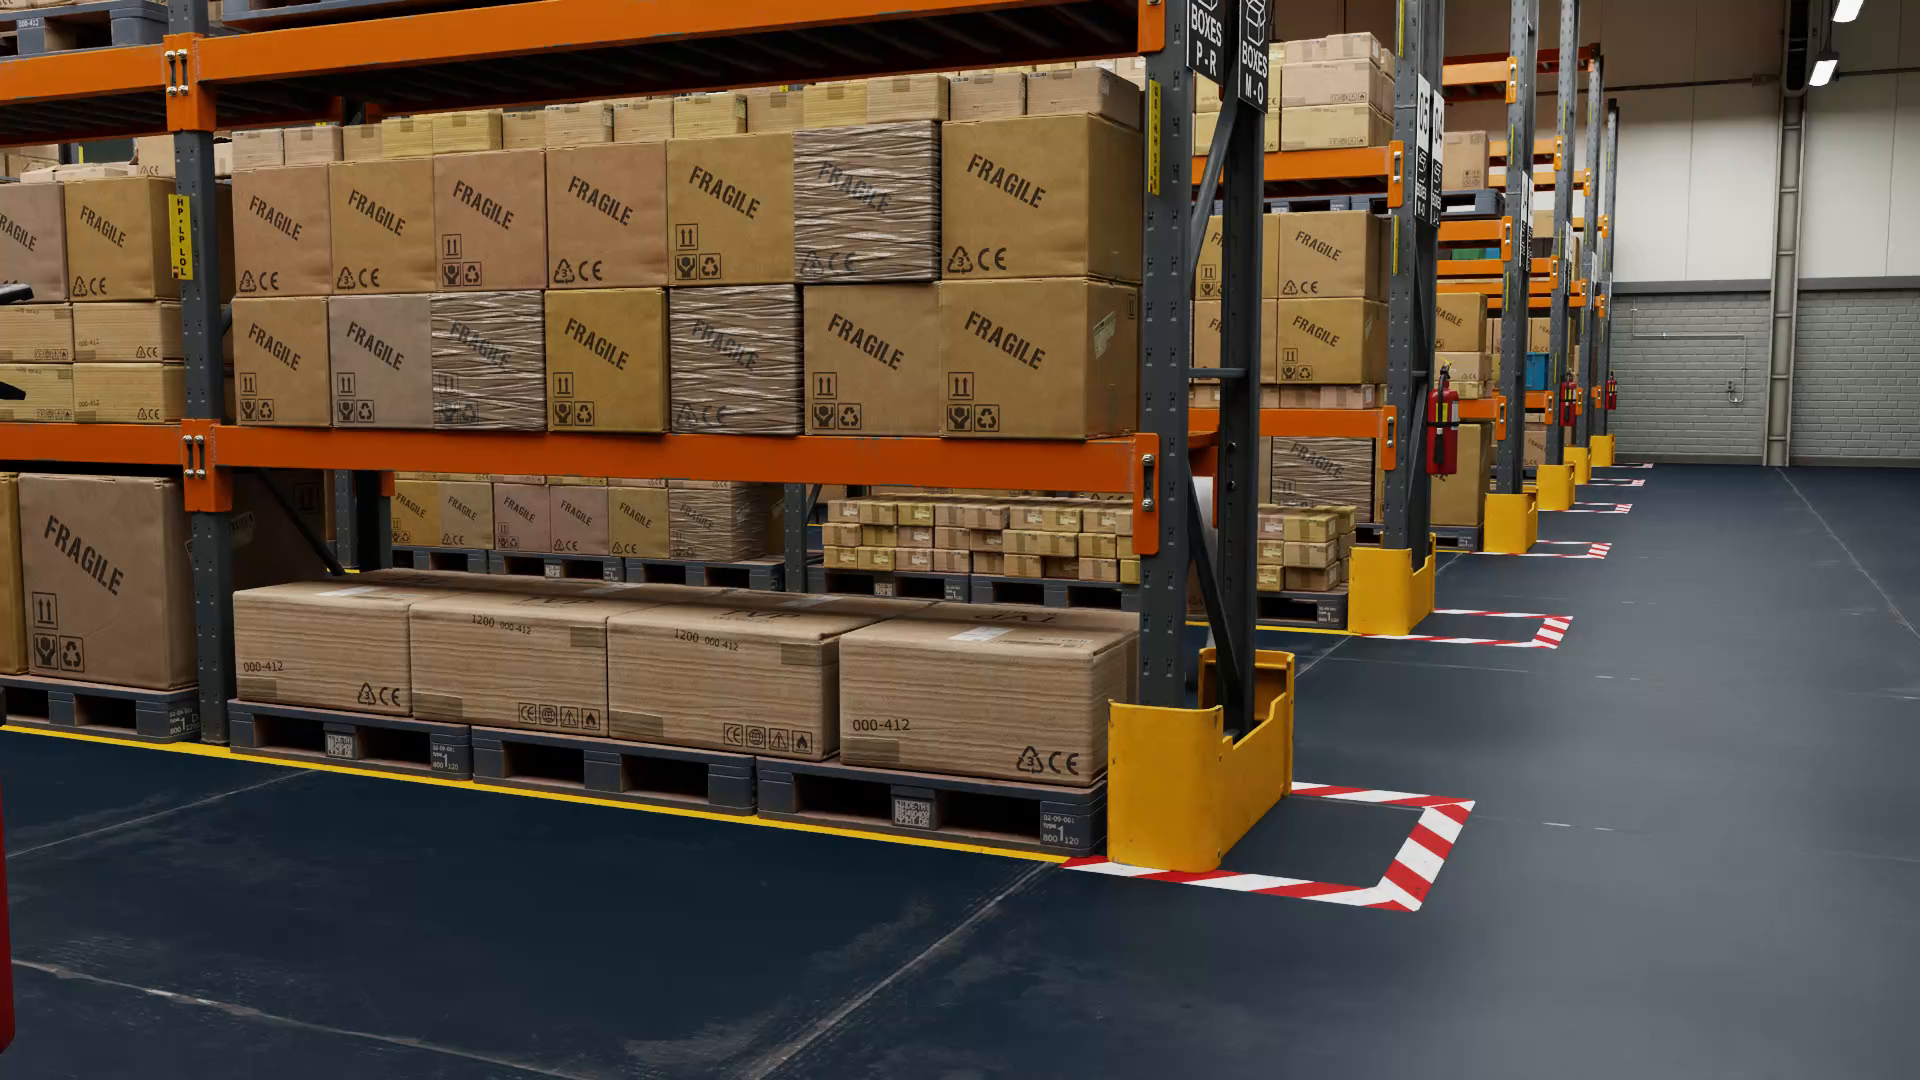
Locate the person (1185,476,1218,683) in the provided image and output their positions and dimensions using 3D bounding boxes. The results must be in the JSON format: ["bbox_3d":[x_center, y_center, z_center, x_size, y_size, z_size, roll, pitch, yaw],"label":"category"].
[{"bbox_3d":[1.226,0.134,8.198,0.425,1.124,0.870,2,6,22],"label":"person"}]
